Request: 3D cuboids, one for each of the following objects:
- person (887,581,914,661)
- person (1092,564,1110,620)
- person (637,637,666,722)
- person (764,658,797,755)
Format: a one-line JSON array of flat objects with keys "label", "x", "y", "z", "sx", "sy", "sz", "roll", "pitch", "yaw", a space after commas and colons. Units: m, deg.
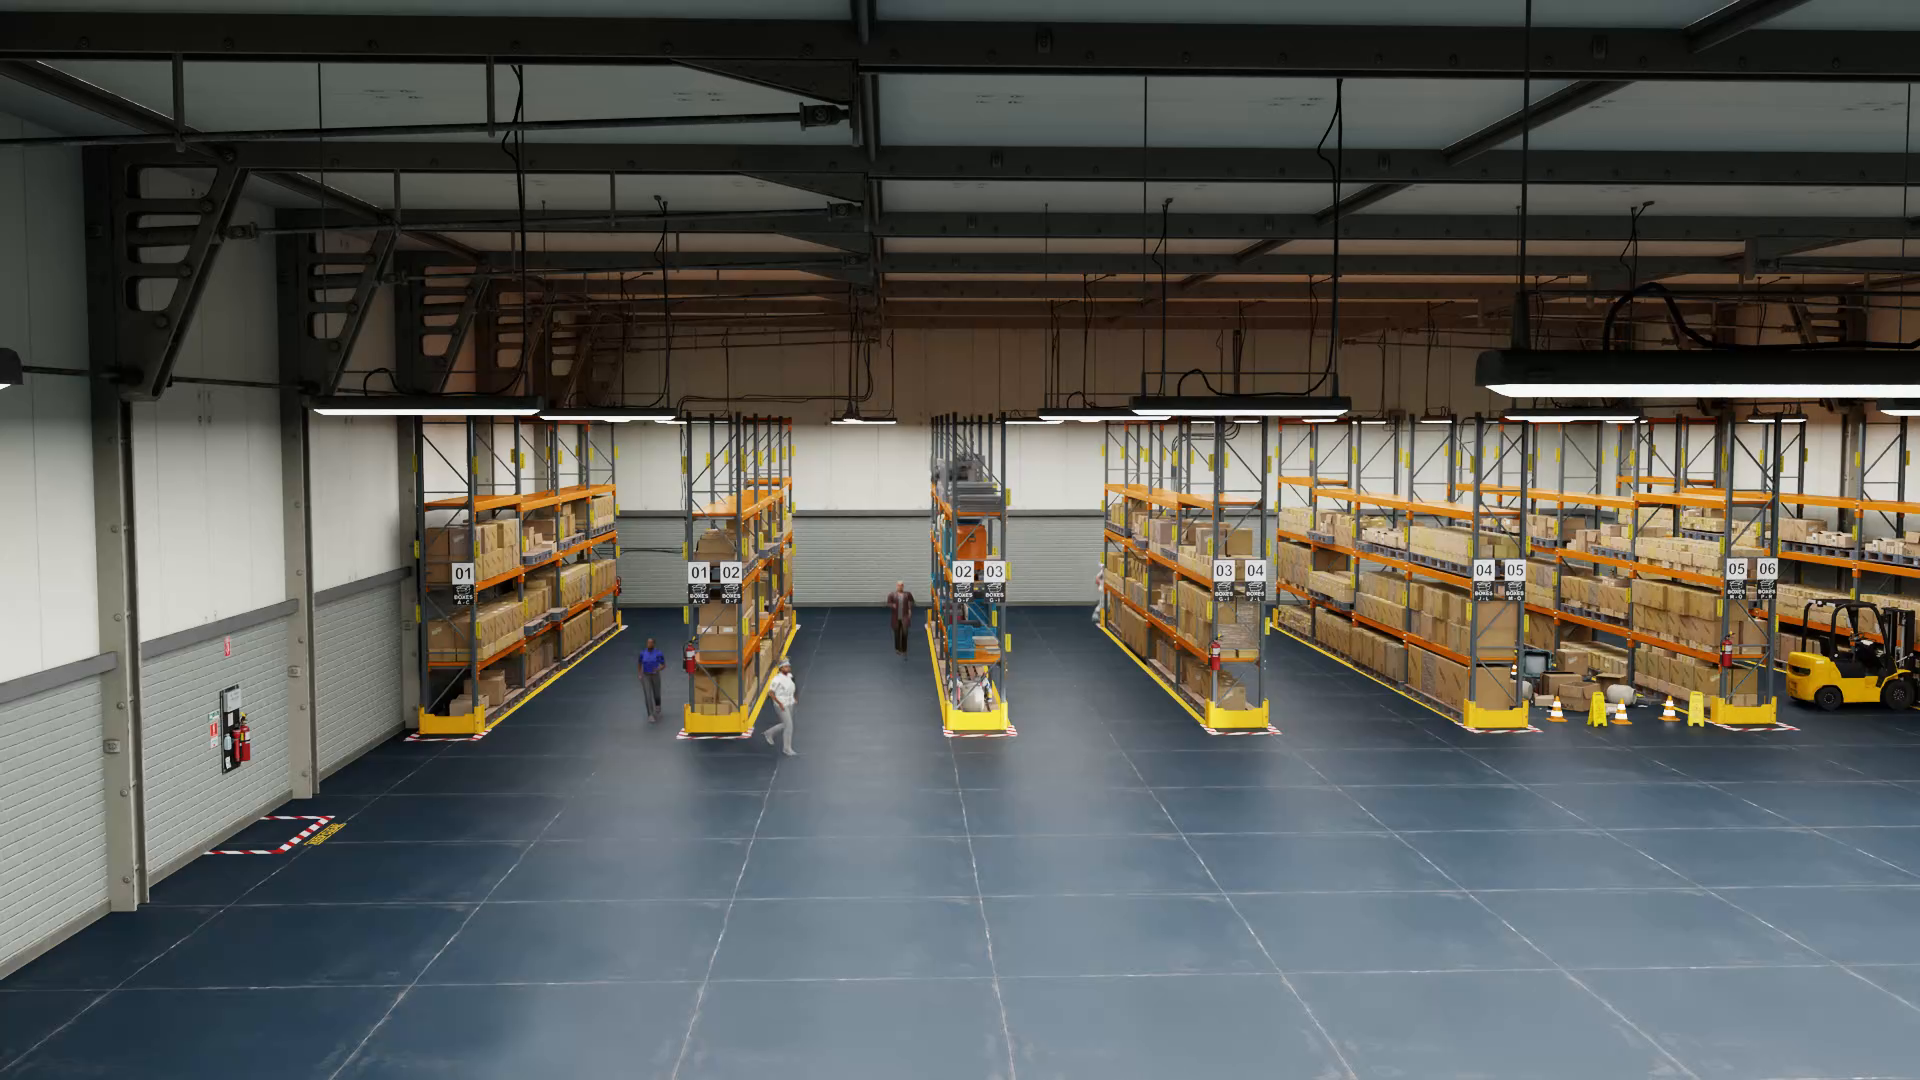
[{"label": "person", "x": -1.406, "y": 1.901, "z": 39.296, "sx": 0.654, "sy": 1.883, "sz": 0.834, "roll": 0, "pitch": 4, "yaw": -2}, {"label": "person", "x": 4.255, "y": 1.511, "z": 48.891, "sx": 0.733, "sy": 1.777, "sz": 0.642, "roll": 0, "pitch": 4, "yaw": 4}, {"label": "person", "x": -6.022, "y": 2.701, "z": 32.445, "sx": 0.576, "sy": 1.620, "sz": 0.715, "roll": 0, "pitch": 4, "yaw": -3}, {"label": "person", "x": -3.158, "y": 2.907, "z": 29.181, "sx": 0.737, "sy": 1.714, "sz": 0.578, "roll": 2, "pitch": 5, "yaw": 32}]
